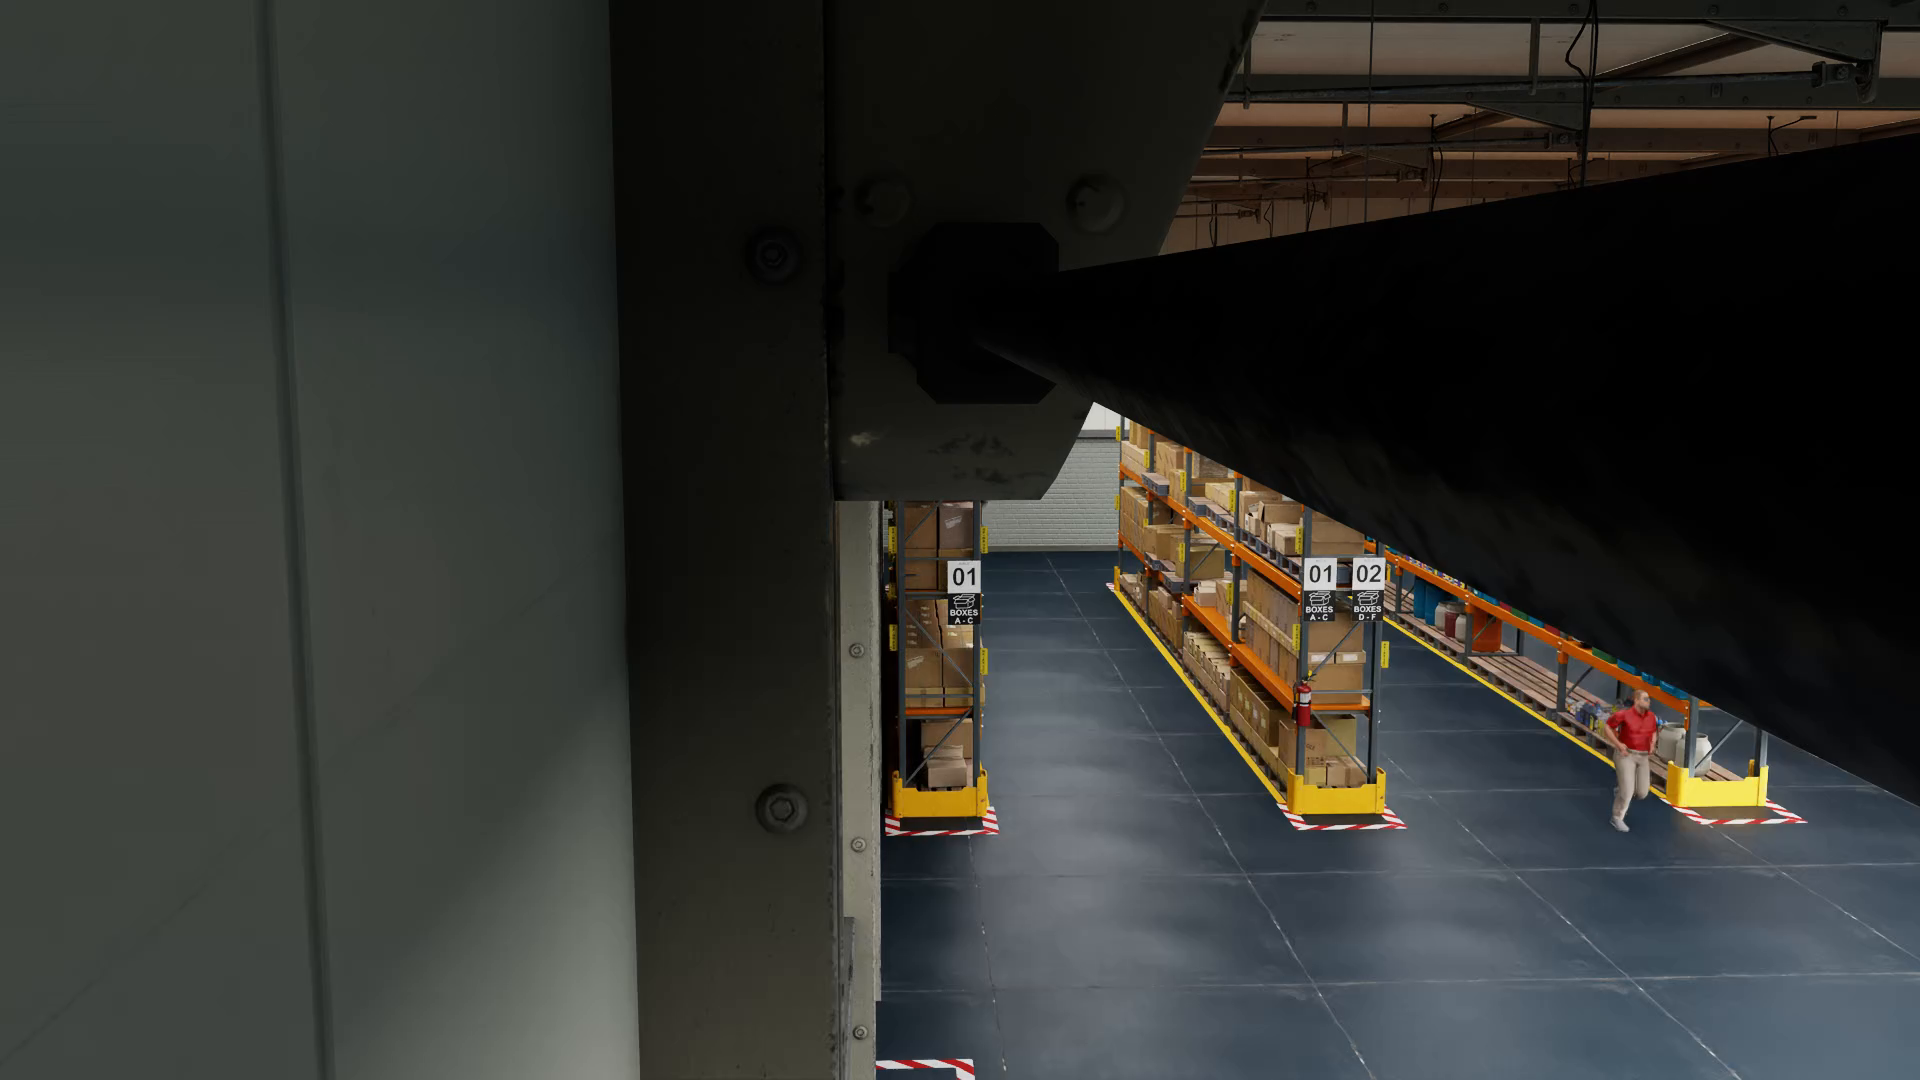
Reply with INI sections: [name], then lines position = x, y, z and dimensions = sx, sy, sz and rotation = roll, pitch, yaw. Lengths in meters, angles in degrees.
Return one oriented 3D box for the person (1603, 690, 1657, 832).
[person]
position = 8.170, 2.639, 20.196
dimensions = 0.689, 1.669, 0.681
rotation = -2, 8, -12
